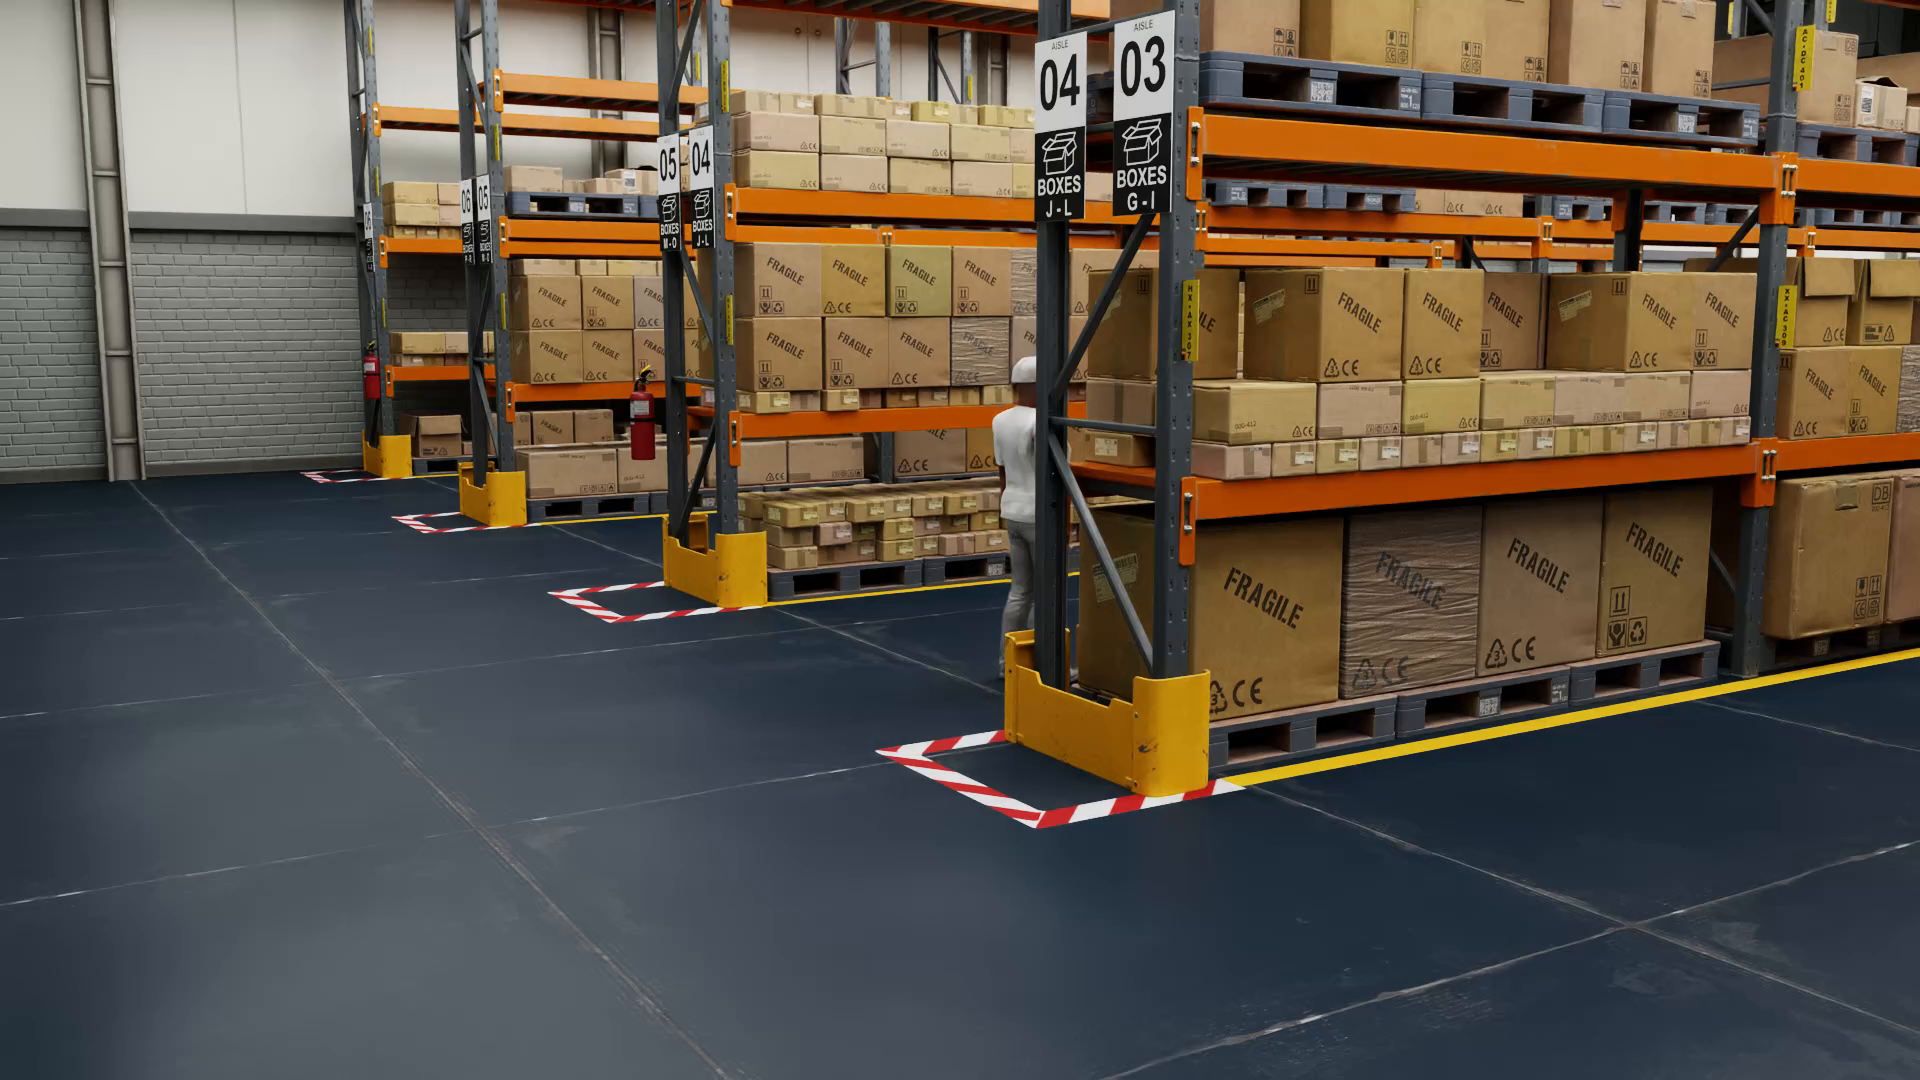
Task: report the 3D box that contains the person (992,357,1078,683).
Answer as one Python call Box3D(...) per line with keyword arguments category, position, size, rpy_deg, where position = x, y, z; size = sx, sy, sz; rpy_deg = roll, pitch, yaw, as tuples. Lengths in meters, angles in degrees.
Box3D(category="person", position=(0.408, -0.103, 8.998), size=(0.368, 1.765, 0.562), rpy_deg=(-5, 9, -29))
